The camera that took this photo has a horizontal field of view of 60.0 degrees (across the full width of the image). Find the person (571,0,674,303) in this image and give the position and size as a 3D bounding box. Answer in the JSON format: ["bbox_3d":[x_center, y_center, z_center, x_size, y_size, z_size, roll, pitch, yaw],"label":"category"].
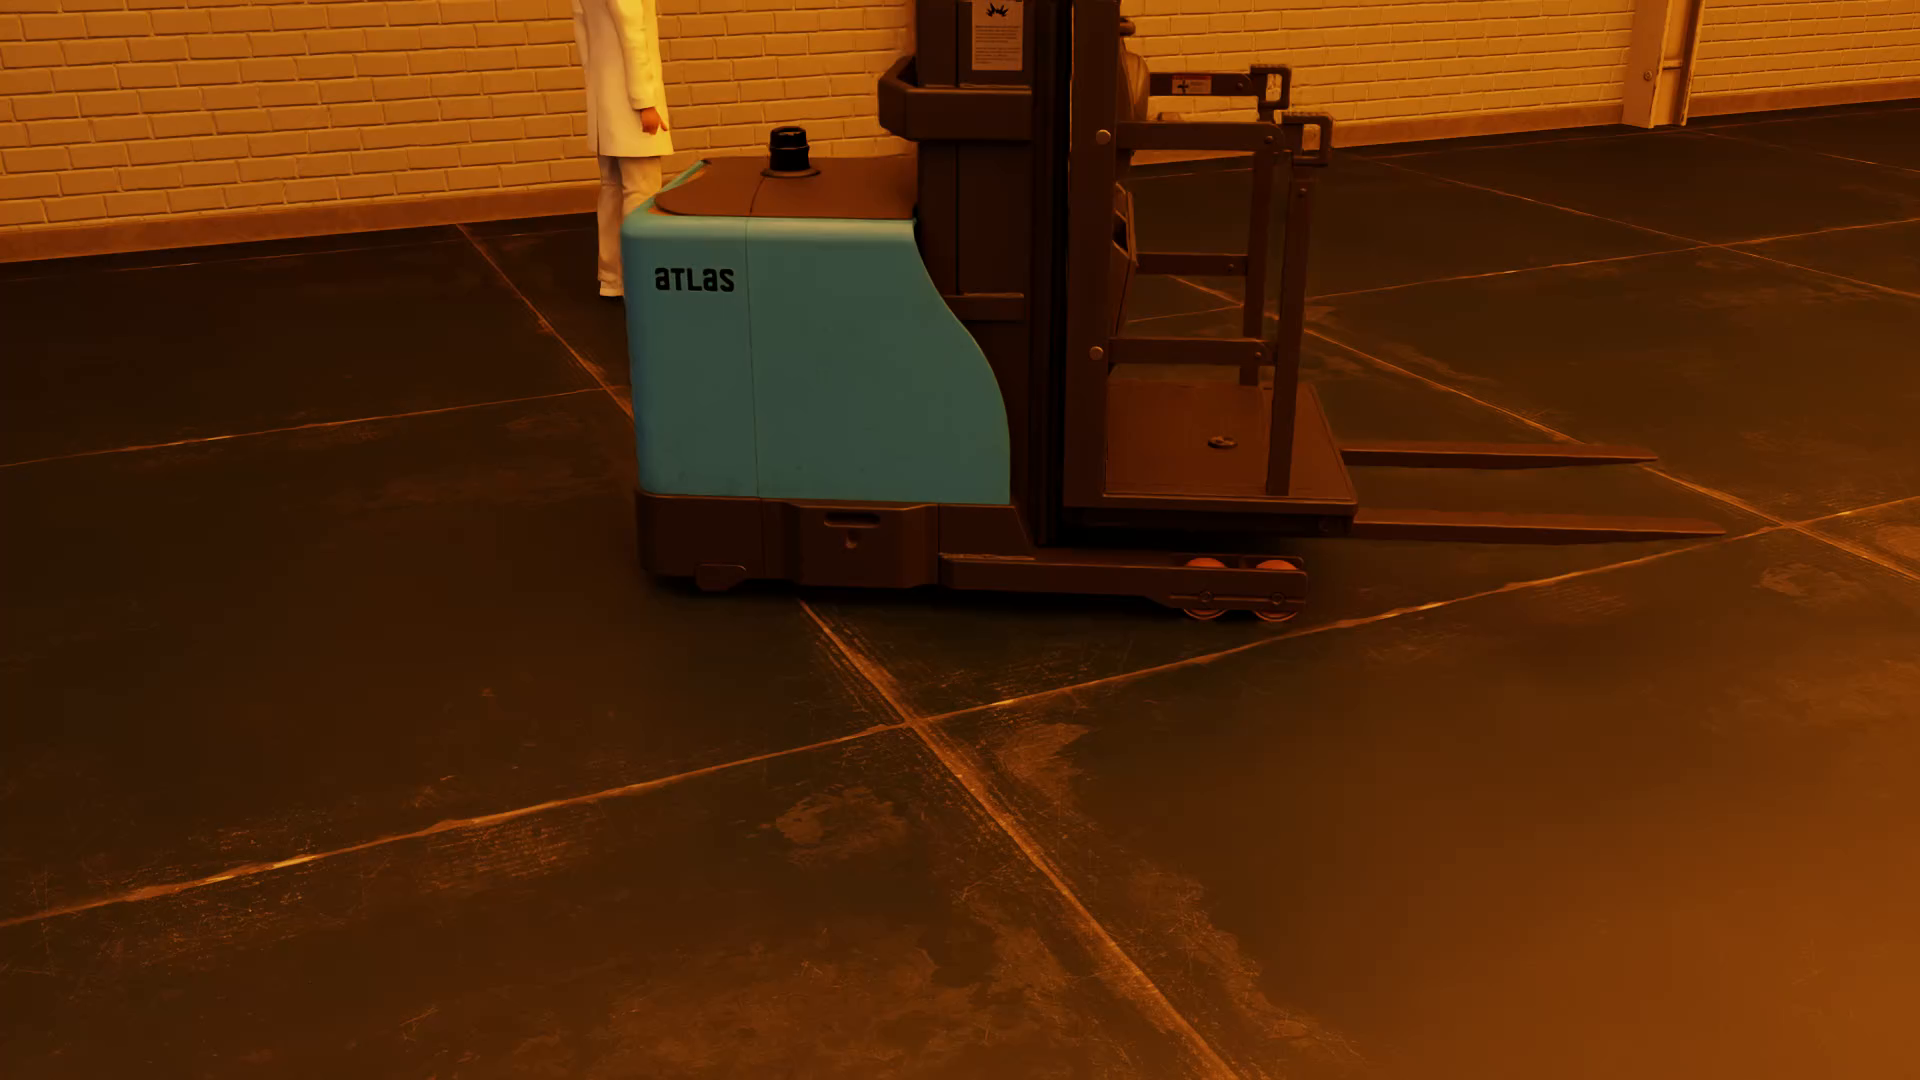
[{"bbox_3d":[-1.493,-1.984,7.558,0.383,1.783,0.561,-16,27,-33],"label":"person"}]

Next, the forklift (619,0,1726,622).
[{"bbox_3d":[0.627,-1.342,4.516,3.031,2.935,1.130,2,23,4],"label":"forklift"}]
